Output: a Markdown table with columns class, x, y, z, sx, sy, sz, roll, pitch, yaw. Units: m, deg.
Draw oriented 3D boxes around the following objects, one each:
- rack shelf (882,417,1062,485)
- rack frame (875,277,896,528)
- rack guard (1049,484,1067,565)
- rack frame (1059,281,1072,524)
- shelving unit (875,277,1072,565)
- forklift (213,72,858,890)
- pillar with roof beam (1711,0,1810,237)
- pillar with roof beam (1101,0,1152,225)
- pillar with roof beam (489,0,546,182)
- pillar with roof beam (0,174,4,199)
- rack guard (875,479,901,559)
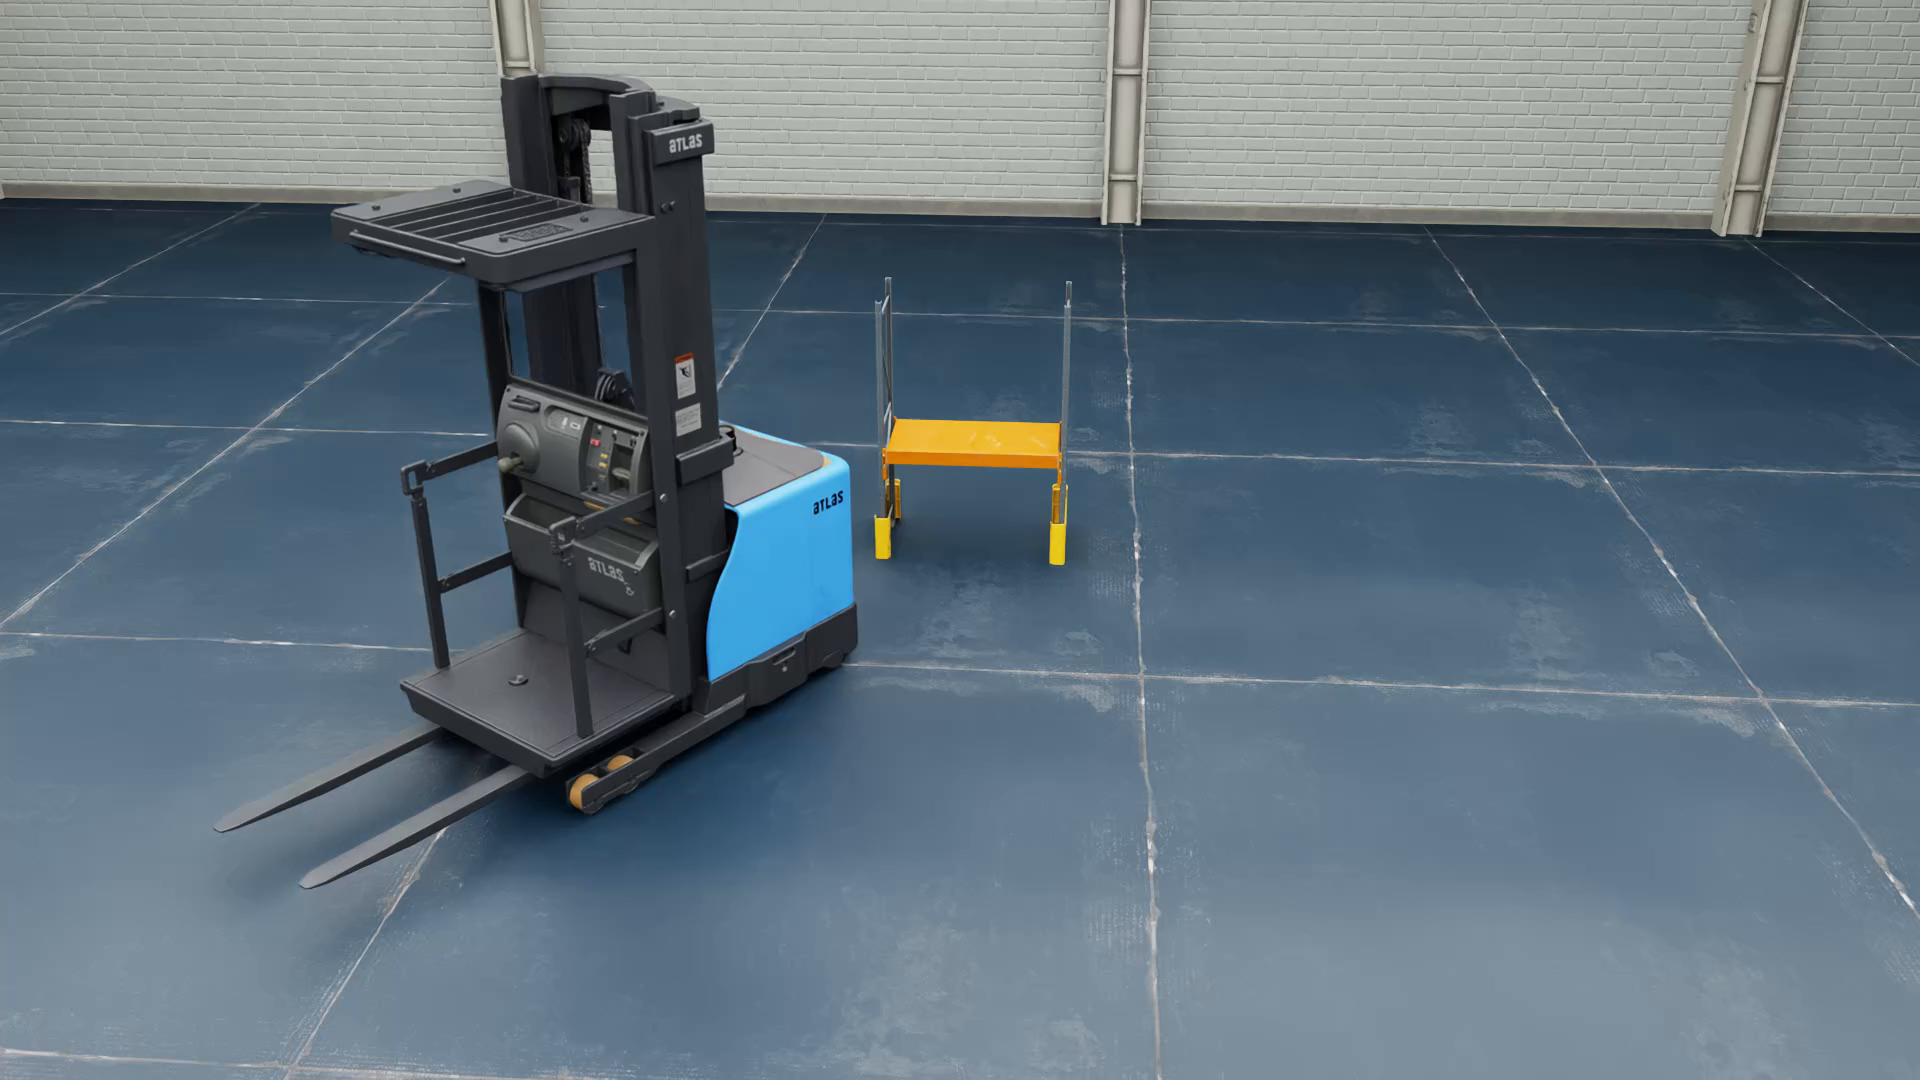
| class | x | y | z | sx | sy | sz | roll | pitch | yaw |
| --- | --- | --- | --- | --- | --- | --- | --- | --- | --- |
| rack shelf | 0.085 | -0.515 | 9.506 | 1.000 | 0.185 | 0.538 | 2 | 25 | 4 |
| rack frame | -0.422 | -0.695 | 9.466 | 0.032 | 1.500 | 0.500 | 2 | 25 | 4 |
| rack guard | 0.573 | -0.095 | 9.658 | 0.087 | 0.250 | 0.587 | 2 | 25 | 4 |
| rack frame | 0.592 | -0.662 | 9.395 | 0.032 | 1.500 | 0.500 | 2 | 25 | 4 |
| shelving unit | 0.076 | -0.679 | 9.431 | 1.083 | 1.500 | 0.587 | 2 | 25 | 4 |
| forklift | -1.820 | -0.385 | 7.080 | 1.130 | 2.935 | 3.031 | 18 | 30 | 34 |
| pillar with roof beam | 7.271 | -5.308 | 10.520 | 0.400 | 9.000 | 9.100 | 2 | 25 | 4 |
| pillar with roof beam | 1.289 | -5.500 | 10.937 | 0.400 | 9.000 | 9.100 | 2 | 25 | 4 |
| pillar with roof beam | -4.694 | -5.692 | 11.354 | 0.400 | 9.000 | 9.100 | 2 | 25 | 4 |
| pillar with roof beam | -10.676 | -5.884 | 11.772 | 0.400 | 9.000 | 9.100 | 2 | 25 | 4 |
| rack guard | -0.421 | -0.127 | 9.727 | 0.087 | 0.250 | 0.587 | 2 | 25 | 4 |
